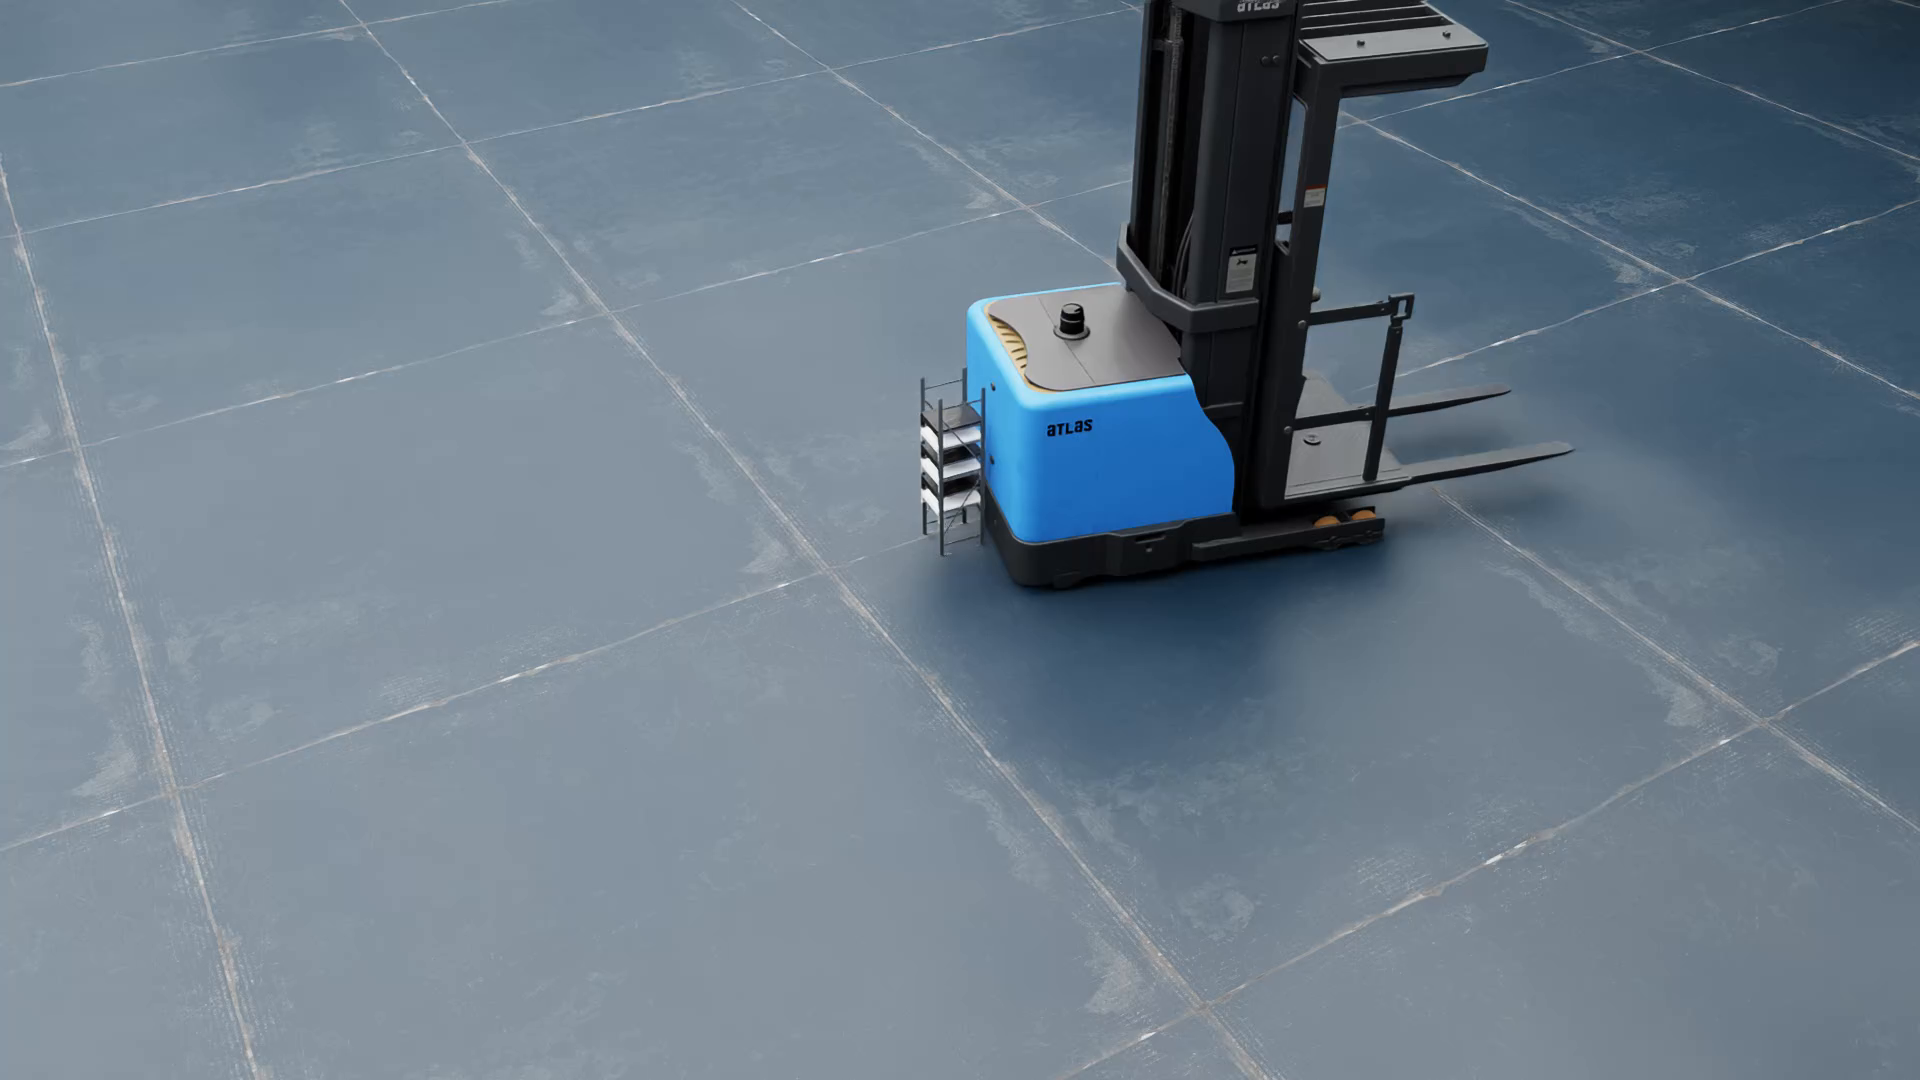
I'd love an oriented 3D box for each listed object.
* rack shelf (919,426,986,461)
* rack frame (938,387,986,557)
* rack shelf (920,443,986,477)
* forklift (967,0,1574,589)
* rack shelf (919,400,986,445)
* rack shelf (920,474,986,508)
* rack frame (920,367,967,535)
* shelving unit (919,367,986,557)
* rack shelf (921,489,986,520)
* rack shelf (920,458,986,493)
[{"bbox_3d":[-0.034,-0.484,7.901,0.258,0.077,0.200,-16,39,-20],"label":"rack shelf"},{"bbox_3d":[0.010,-0.311,7.913,0.240,0.900,0.006,-16,39,-20],"label":"rack frame"},{"bbox_3d":[-0.034,-0.411,7.954,0.258,0.077,0.200,-16,39,-20],"label":"rack shelf"},{"bbox_3d":[1.595,-1.426,7.718,3.031,2.935,1.130,-9,37,-12],"label":"forklift"},{"bbox_3d":[-0.034,-0.557,7.848,0.258,0.077,0.200,-16,39,-20],"label":"rack shelf"},{"bbox_3d":[-0.034,-0.266,8.060,0.258,0.077,0.200,-16,39,-20],"label":"rack shelf"},{"bbox_3d":[-0.078,-0.419,8.061,0.240,0.900,0.006,-16,39,-20],"label":"rack frame"},{"bbox_3d":[-0.034,-0.365,7.987,0.258,0.900,0.210,-16,39,-20],"label":"shelving unit"},{"bbox_3d":[-0.034,-0.193,8.113,0.258,0.077,0.200,-16,39,-20],"label":"rack shelf"},{"bbox_3d":[-0.034,-0.338,8.007,0.258,0.077,0.200,-16,39,-20],"label":"rack shelf"}]
